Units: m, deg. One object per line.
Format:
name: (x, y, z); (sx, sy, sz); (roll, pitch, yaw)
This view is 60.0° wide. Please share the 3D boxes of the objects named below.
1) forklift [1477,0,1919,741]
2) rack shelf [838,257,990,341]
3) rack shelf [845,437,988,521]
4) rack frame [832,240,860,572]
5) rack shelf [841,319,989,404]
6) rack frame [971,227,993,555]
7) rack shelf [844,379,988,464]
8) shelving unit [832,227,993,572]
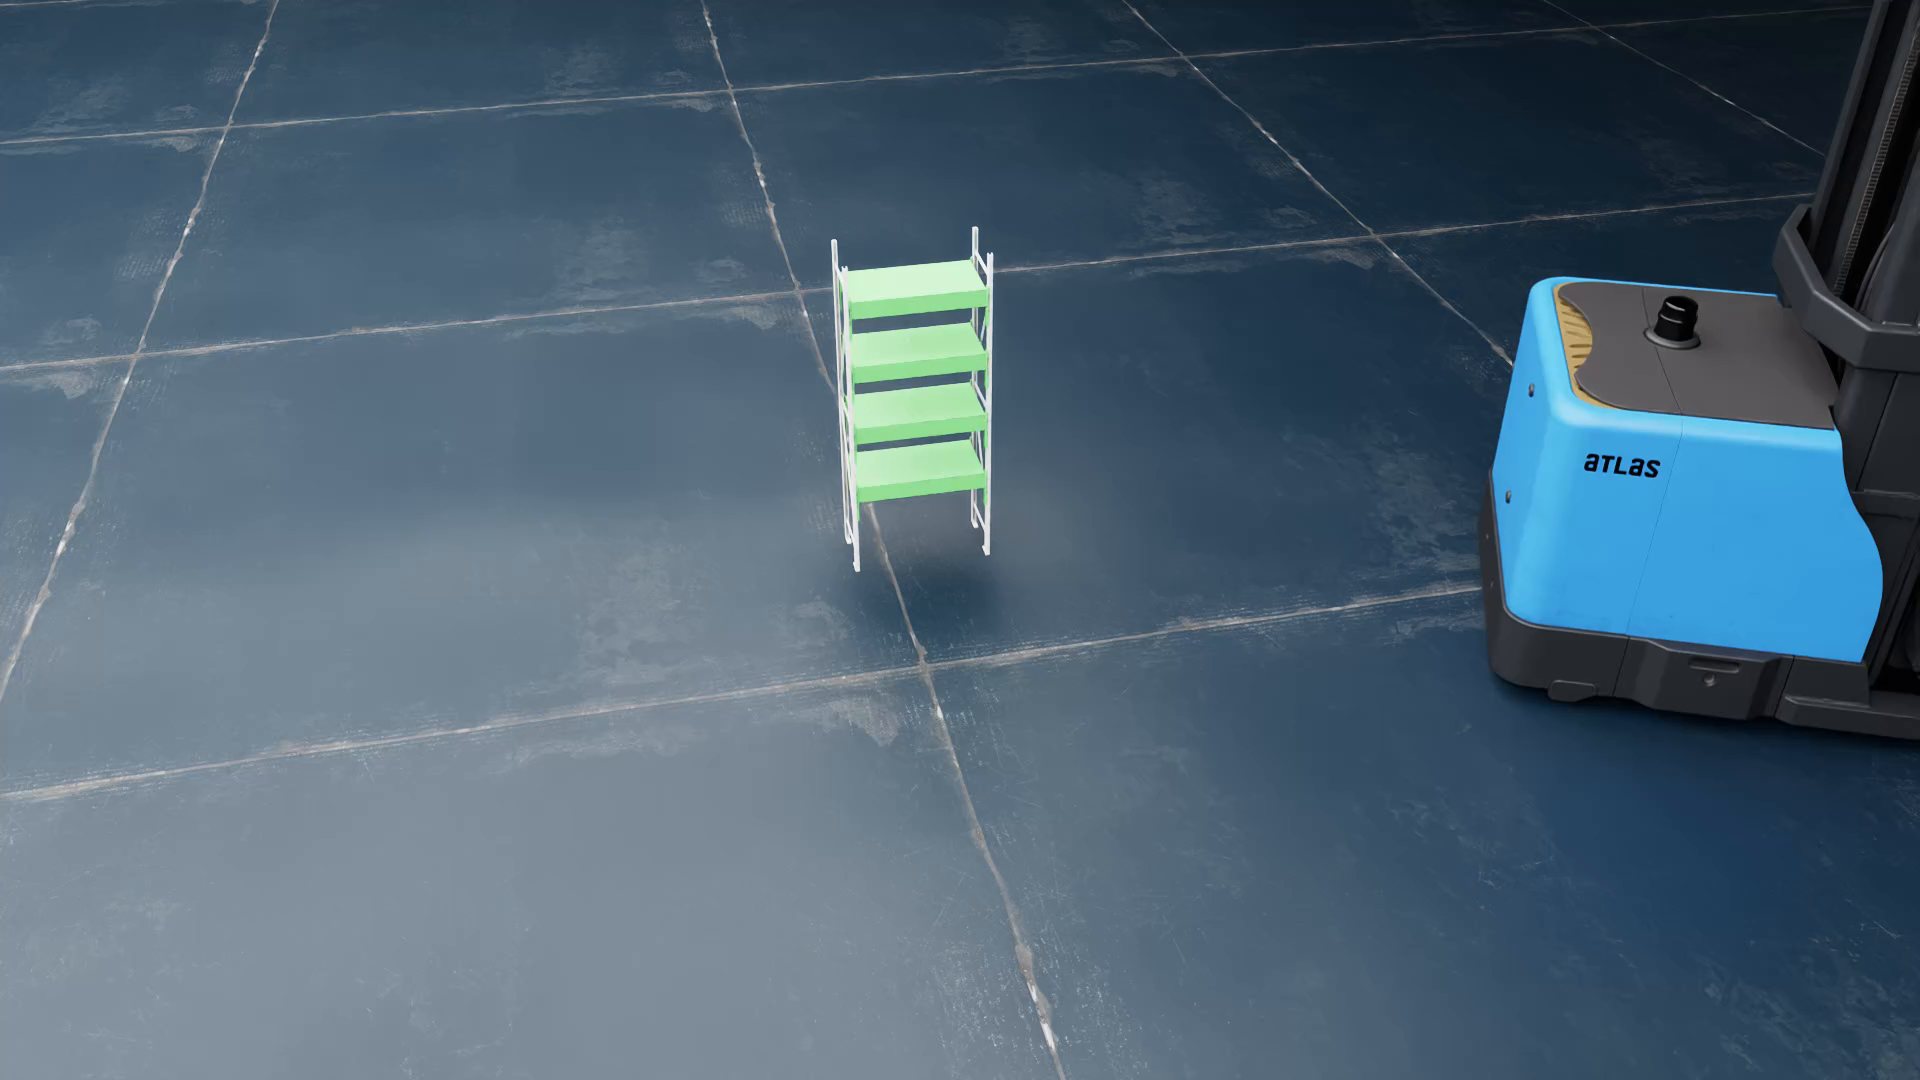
forklift: (3.325, -0.807, 4.822); (3.031, 2.935, 1.130); (7, 34, 10)
rack shelf: (-0.161, -0.823, 5.653); (0.480, 0.148, 0.258); (-7, 35, -11)
rack shelf: (-0.161, -0.226, 6.055); (0.480, 0.148, 0.258); (-7, 35, -11)
rack frame: (-0.399, -0.448, 5.841); (0.015, 1.200, 0.240); (-7, 35, -11)
rack shelf: (-0.161, -0.624, 5.787); (0.480, 0.148, 0.258); (-7, 35, -11)
rack frame: (0.077, -0.508, 5.930); (0.015, 1.200, 0.240); (-7, 35, -11)
rack shelf: (-0.161, -0.425, 5.921); (0.480, 0.148, 0.258); (-7, 35, -11)
shelving unit: (-0.161, -0.478, 5.885); (0.503, 1.200, 0.258); (-7, 35, -11)
